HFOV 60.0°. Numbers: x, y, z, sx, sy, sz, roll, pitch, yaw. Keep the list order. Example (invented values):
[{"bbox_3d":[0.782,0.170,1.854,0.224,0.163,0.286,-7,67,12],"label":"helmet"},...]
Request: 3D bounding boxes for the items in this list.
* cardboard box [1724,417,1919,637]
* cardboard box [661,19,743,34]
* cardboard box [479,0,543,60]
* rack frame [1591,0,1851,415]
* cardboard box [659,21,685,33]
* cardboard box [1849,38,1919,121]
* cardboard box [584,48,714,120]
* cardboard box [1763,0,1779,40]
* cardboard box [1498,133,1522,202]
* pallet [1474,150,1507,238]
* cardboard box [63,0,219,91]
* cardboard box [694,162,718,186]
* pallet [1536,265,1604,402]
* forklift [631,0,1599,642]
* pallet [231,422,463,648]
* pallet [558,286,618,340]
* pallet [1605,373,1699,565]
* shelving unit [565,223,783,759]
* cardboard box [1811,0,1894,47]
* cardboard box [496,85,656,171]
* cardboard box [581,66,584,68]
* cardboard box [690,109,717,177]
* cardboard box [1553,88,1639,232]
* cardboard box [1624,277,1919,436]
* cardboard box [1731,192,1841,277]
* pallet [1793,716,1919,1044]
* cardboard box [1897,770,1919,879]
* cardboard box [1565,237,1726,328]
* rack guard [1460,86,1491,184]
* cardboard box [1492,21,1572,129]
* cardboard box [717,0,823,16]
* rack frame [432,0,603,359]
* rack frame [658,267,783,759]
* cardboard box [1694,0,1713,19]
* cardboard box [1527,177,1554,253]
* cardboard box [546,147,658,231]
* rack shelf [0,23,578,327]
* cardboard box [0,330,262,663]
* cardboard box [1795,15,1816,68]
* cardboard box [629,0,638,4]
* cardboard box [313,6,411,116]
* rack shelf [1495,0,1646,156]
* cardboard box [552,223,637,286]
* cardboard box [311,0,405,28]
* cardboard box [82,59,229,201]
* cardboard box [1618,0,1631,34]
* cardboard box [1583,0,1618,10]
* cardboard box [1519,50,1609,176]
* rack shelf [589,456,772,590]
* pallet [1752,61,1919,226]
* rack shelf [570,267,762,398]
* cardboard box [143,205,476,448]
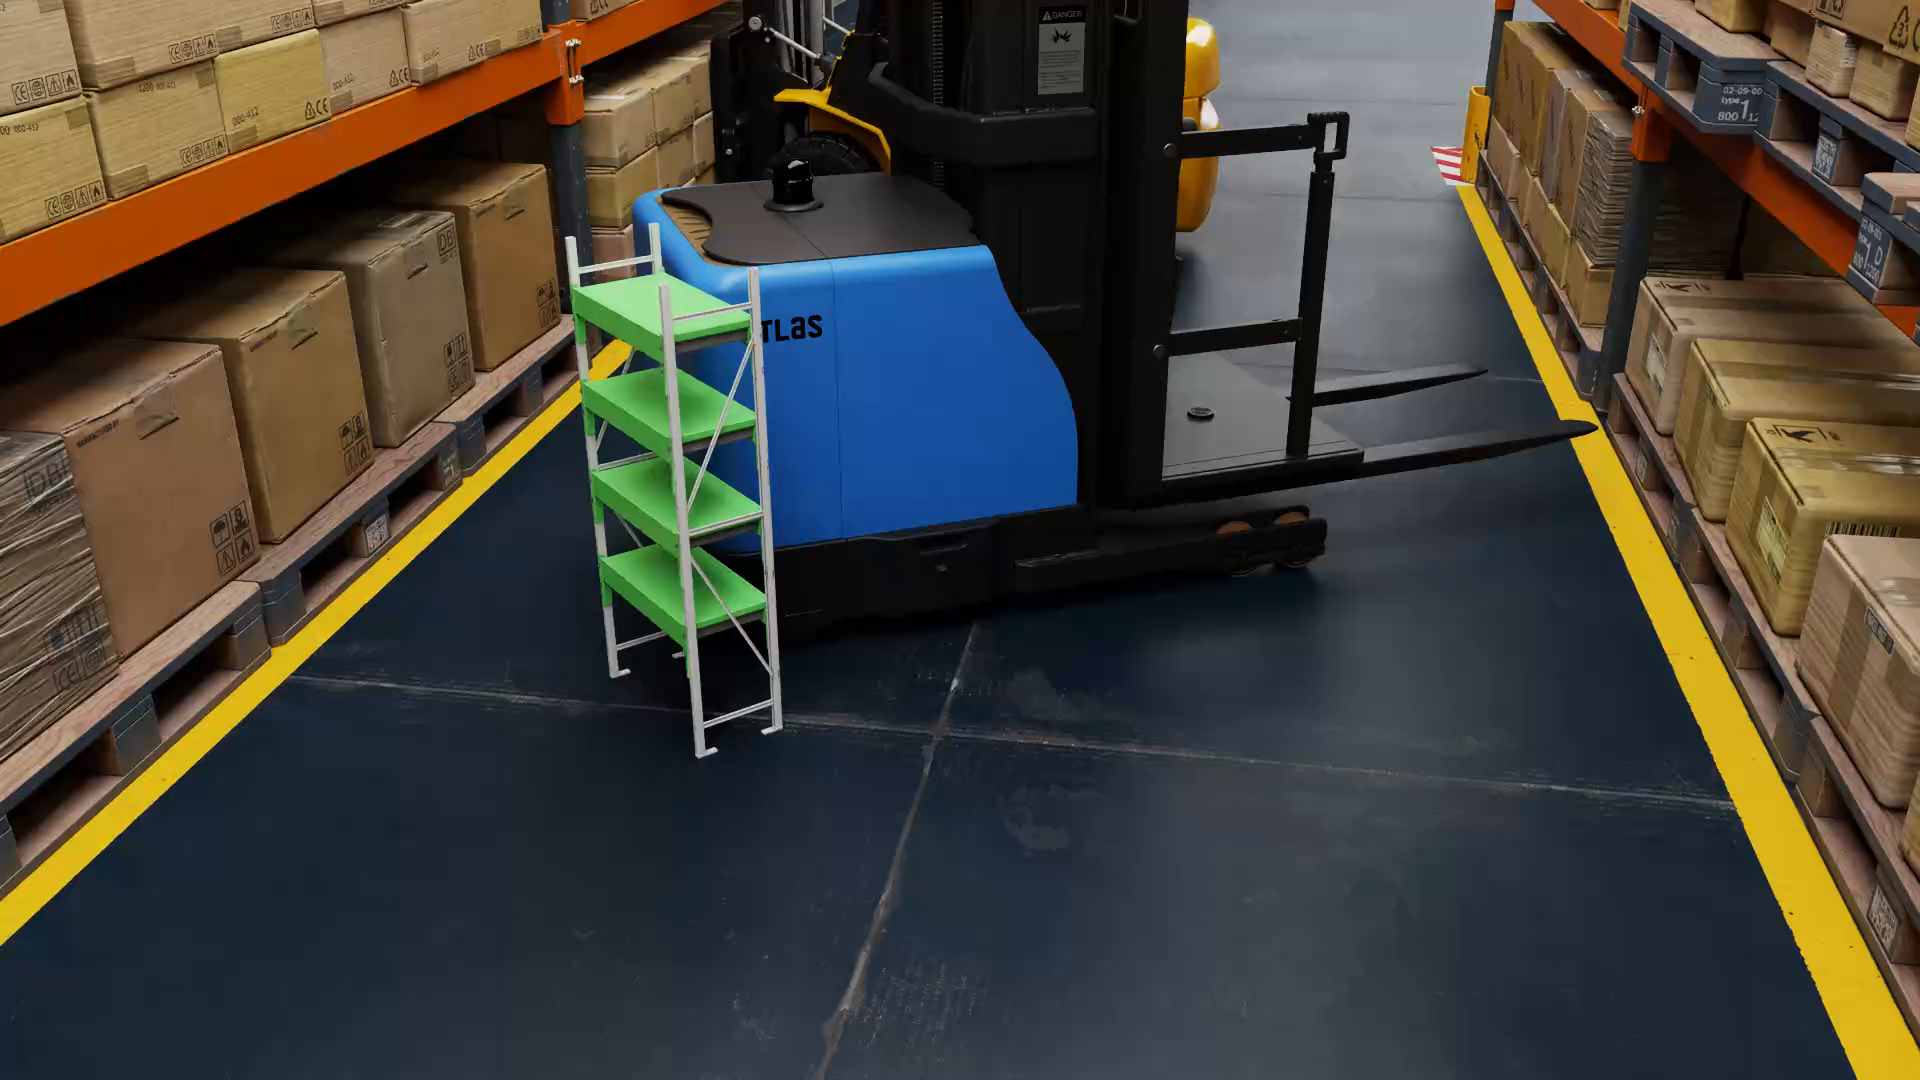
[{"bbox_3d":[2.592,-0.011,4.339,0.950,0.372,0.625,5,26,10],"label":"cardboard box"},{"bbox_3d":[-1.260,-2.595,8.824,0.500,0.250,0.500,4,25,9],"label":"cardboard box"},{"bbox_3d":[-1.821,-1.867,5.878,0.500,0.250,0.500,5,25,10],"label":"cardboard box"},{"bbox_3d":[2.901,-1.822,5.604,1.000,3.000,0.127,4,25,9],"label":"rack frame"},{"bbox_3d":[-1.778,-2.629,8.898,0.500,0.250,0.500,4,25,8],"label":"cardboard box"},{"bbox_3d":[2.244,-1.032,3.718,0.380,0.149,0.250,3,25,7],"label":"cardboard box"},{"bbox_3d":[-1.444,-2.165,7.905,0.500,0.250,0.500,5,26,10],"label":"cardboard box"},{"bbox_3d":[2.479,-1.461,4.635,0.380,0.149,0.250,6,26,12],"label":"cardboard box"},{"bbox_3d":[3.060,-1.909,8.537,0.500,0.250,0.500,5,26,10],"label":"cardboard box"},{"bbox_3d":[3.375,-1.863,8.981,1.003,0.211,1.213,4,25,9],"label":"pallet"},{"bbox_3d":[-2.150,-1.245,3.960,0.500,0.250,0.500,3,25,7],"label":"cardboard box"},{"bbox_3d":[-1.454,-1.718,8.130,0.500,0.250,0.500,4,25,9],"label":"cardboard box"},{"bbox_3d":[2.976,-0.842,6.800,1.003,0.211,1.213,4,25,9],"label":"pallet"},{"bbox_3d":[0.587,-1.416,4.818,3.031,2.935,1.130,-9,26,-18],"label":"forklift"},{"bbox_3d":[-2.275,-0.079,5.169,1.003,0.211,1.213,4,25,9],"label":"pallet"},{"bbox_3d":[-1.825,-1.231,7.631,1.003,0.211,1.213,4,25,9],"label":"pallet"},{"bbox_3d":[2.776,-0.233,5.499,1.003,0.211,1.213,4,25,9],"label":"pallet"},{"bbox_3d":[-0.695,-0.120,4.091,0.258,1.200,0.503,-17,30,-32],"label":"shelving unit"},{"bbox_3d":[2.293,-1.385,3.706,0.500,0.500,0.500,3,25,6],"label":"cardboard box"},{"bbox_3d":[-1.608,-1.743,7.003,0.500,0.250,0.500,4,25,8],"label":"cardboard box"},{"bbox_3d":[-1.943,-2.205,7.991,0.500,0.250,0.500,4,25,9],"label":"cardboard box"},{"bbox_3d":[-1.439,-1.937,8.008,0.500,0.250,0.500,4,25,8],"label":"cardboard box"},{"bbox_3d":[2.815,-1.585,6.962,0.500,0.500,0.500,4,25,9],"label":"cardboard box"},{"bbox_3d":[2.818,-0.602,5.603,0.950,0.372,0.625,4,25,9],"label":"cardboard box"},{"bbox_3d":[3.264,-1.334,6.426,0.500,0.500,0.500,5,26,11],"label":"cardboard box"},{"bbox_3d":[2.377,0.787,3.319,1.003,0.211,1.213,4,25,9],"label":"pallet"},{"bbox_3d":[2.350,0.615,3.001,0.950,0.372,0.625,2,25,5],"label":"cardboard box"},{"bbox_3d":[2.733,-1.033,6.666,0.500,0.250,0.500,5,26,11],"label":"cardboard box"},{"bbox_3d":[3.543,-2.331,9.640,1.175,0.500,0.348,4,25,9],"label":"rack guard"},{"bbox_3d":[3.147,-2.451,8.812,0.500,0.500,0.500,3,25,7],"label":"cardboard box"},{"bbox_3d":[-1.110,-3.021,9.734,0.500,0.250,0.500,5,26,10],"label":"cardboard box"},{"bbox_3d":[-1.996,-2.164,6.335,1.000,3.000,0.127,4,25,9],"label":"rack frame"},{"bbox_3d":[-0.552,-0.036,3.912,0.240,1.200,0.015,-17,30,-32],"label":"rack frame"},{"bbox_3d":[2.499,-1.689,5.121,0.380,0.149,0.250,4,25,9],"label":"cardboard box"},{"bbox_3d":[2.898,-1.468,7.597,0.500,0.250,0.500,4,25,9],"label":"cardboard box"},{"bbox_3d":[-1.613,-1.516,7.110,0.500,0.250,0.500,4,25,8],"label":"cardboard box"},{"bbox_3d":[-2.323,-1.002,4.701,1.077,0.370,4.000,4,25,9],"label":"rack shelf"},{"bbox_3d":[-2.436,-0.140,4.316,0.875,0.625,0.625,5,26,10],"label":"cardboard box"},{"bbox_3d":[2.353,-1.253,4.190,0.380,0.149,0.250,4,25,9],"label":"cardboard box"},{"bbox_3d":[-1.597,-2.596,7.140,0.500,0.500,0.500,4,25,9],"label":"cardboard box"},{"bbox_3d":[-2.009,-1.451,4.989,0.500,0.250,0.500,4,25,9],"label":"cardboard box"},{"bbox_3d":[3.228,-2.333,7.544,1.077,0.370,4.000,4,25,9],"label":"rack shelf"},{"bbox_3d":[-1.591,-1.288,7.212,0.500,0.250,0.500,4,25,9],"label":"cardboard box"},{"bbox_3d":[-1.991,-1.671,4.868,0.500,0.250,0.500,5,25,10],"label":"cardboard box"},{"bbox_3d":[-2.172,-1.018,4.063,0.500,0.250,0.500,3,25,7],"label":"cardboard box"},{"bbox_3d":[2.687,-1.968,6.213,0.380,0.149,0.250,5,25,10],"label":"cardboard box"},{"bbox_3d":[2.816,-2.289,6.898,0.380,0.149,0.250,4,25,8],"label":"cardboard box"},{"bbox_3d":[2.976,-2.023,7.897,0.500,0.500,0.500,5,25,10],"label":"cardboard box"},{"bbox_3d":[-0.695,-0.062,4.118,0.258,0.148,0.480,-17,30,-32],"label":"rack shelf"},{"bbox_3d":[2.531,-0.893,3.845,1.003,0.211,1.213,4,25,9],"label":"pallet"},{"bbox_3d":[-0.695,-0.497,3.915,0.258,0.148,0.480,-17,30,-32],"label":"rack shelf"},{"bbox_3d":[-2.205,-0.736,5.590,0.875,0.625,0.625,4,25,8],"label":"cardboard box"}]
